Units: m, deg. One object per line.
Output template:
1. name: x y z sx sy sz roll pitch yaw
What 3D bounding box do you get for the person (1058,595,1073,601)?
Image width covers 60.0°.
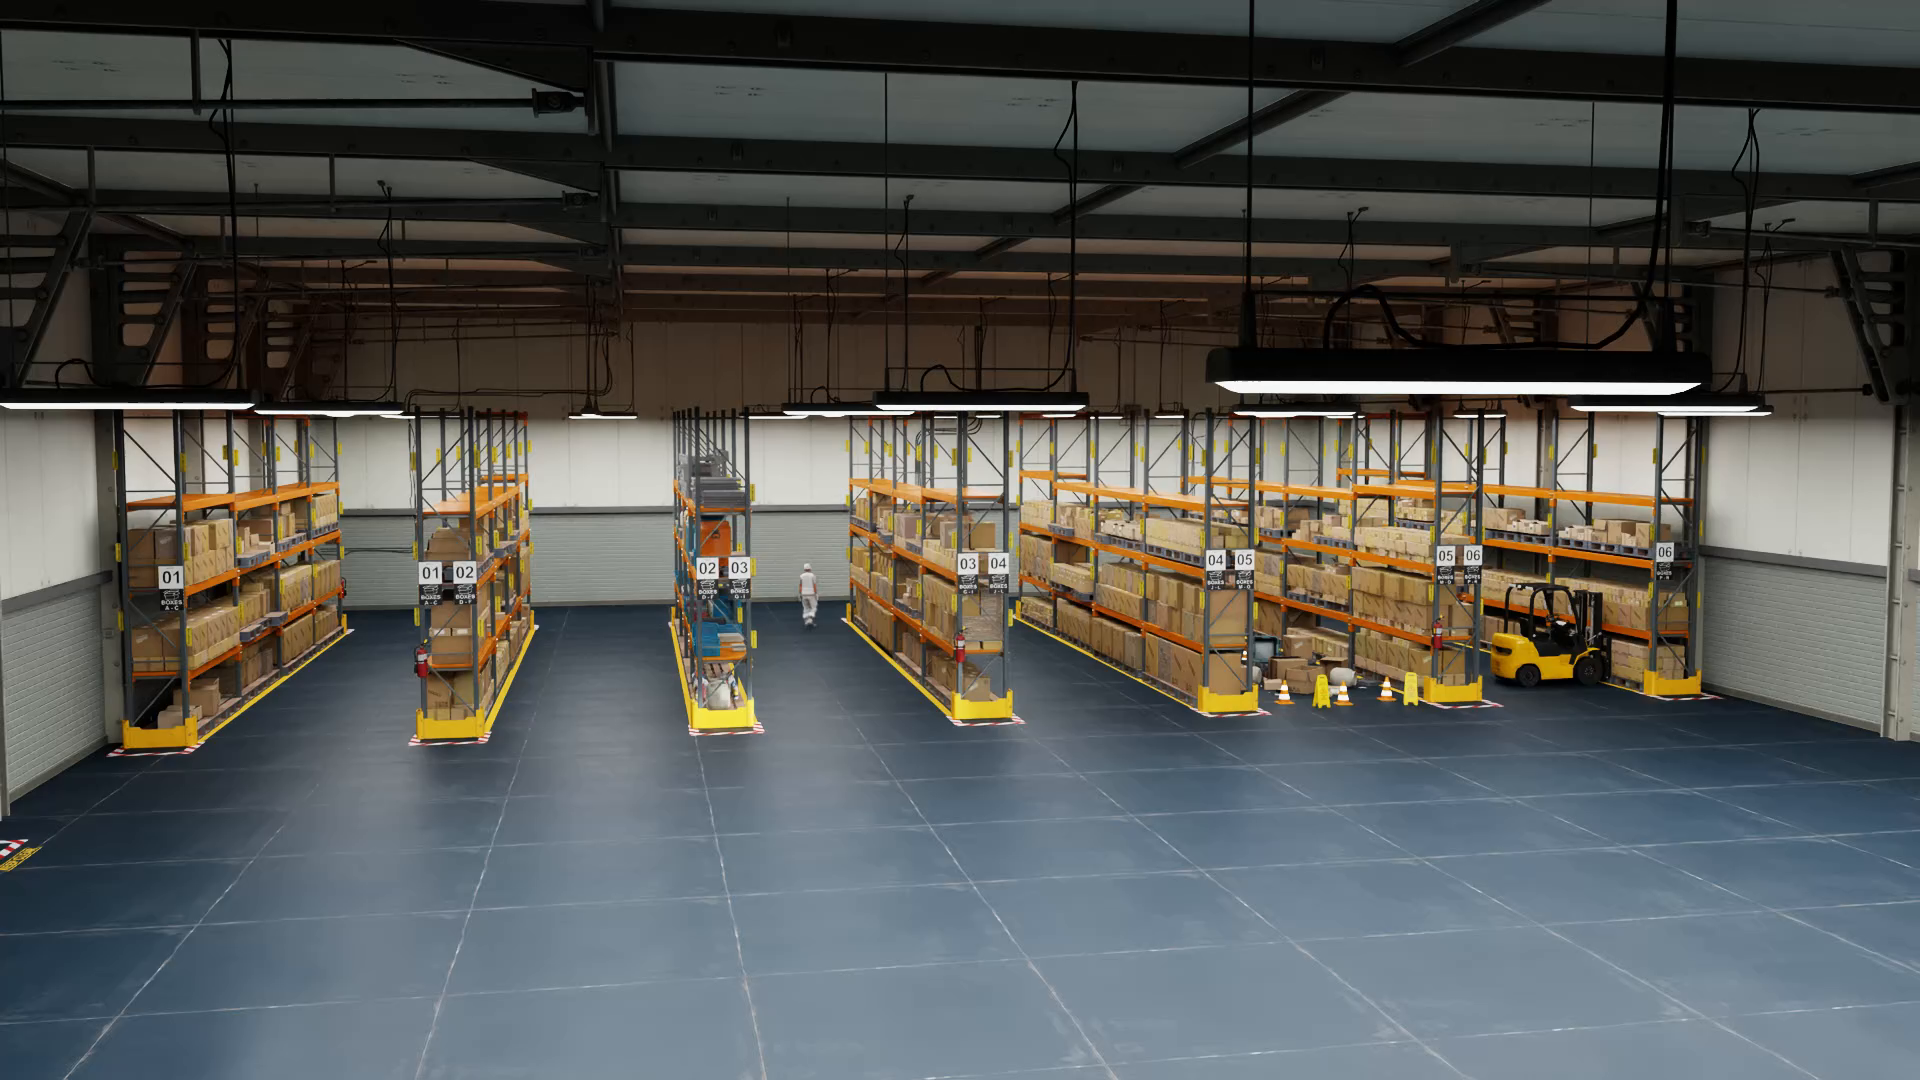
1. person: 3.138 1.300 49.789 0.759 1.787 0.628 2 4 22

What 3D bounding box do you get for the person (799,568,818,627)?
1. person: -4.229 1.569 46.319 0.595 1.740 0.514 2 4 24
